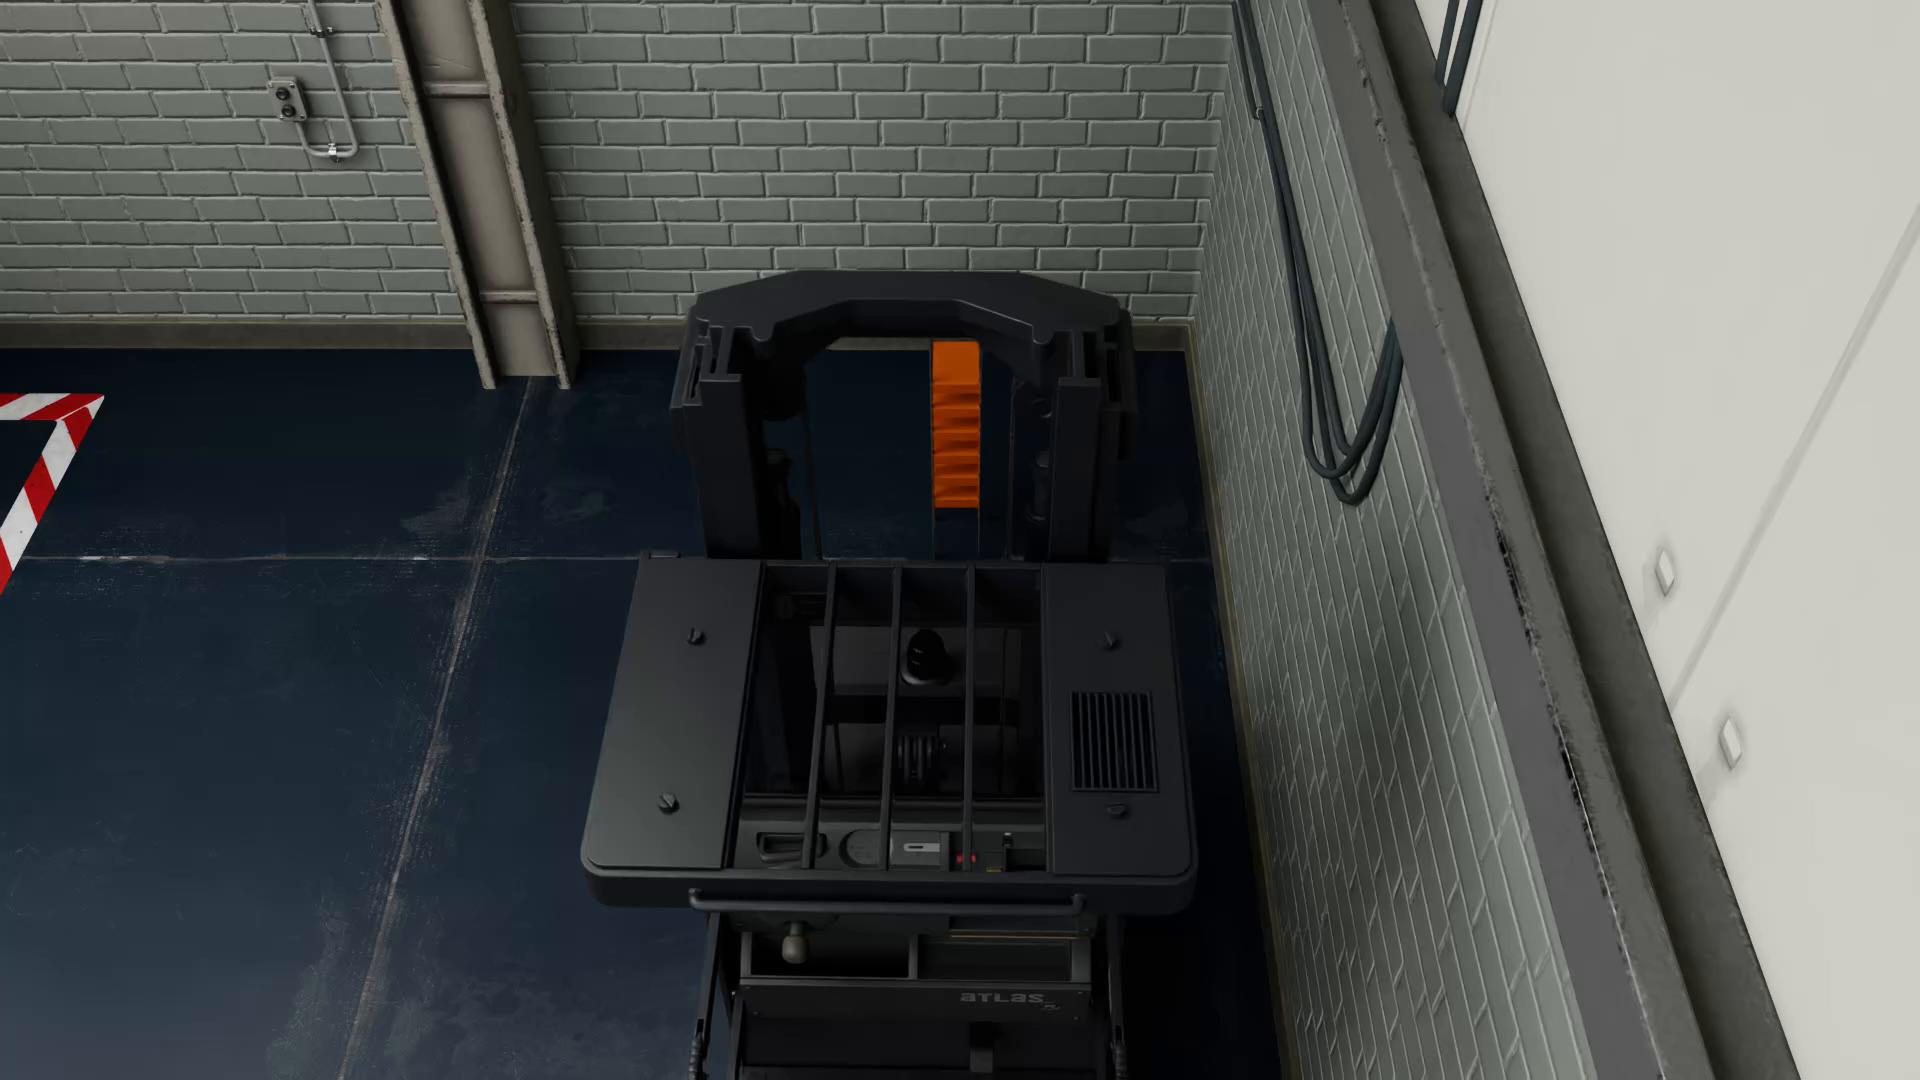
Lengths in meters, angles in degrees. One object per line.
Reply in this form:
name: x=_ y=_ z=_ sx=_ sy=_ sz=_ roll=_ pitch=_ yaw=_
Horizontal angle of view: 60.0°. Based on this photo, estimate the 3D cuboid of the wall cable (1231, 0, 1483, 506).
wall cable: x=1.011 y=-1.896 z=4.569 sx=0.112 sy=2.526 sz=3.097 roll=0 pitch=47 yaw=0

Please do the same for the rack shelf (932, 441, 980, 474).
rack shelf: x=-0.014 y=-0.379 z=6.424 sx=0.180 sy=0.103 sz=0.258 roll=0 pitch=47 yaw=0

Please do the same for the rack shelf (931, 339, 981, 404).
rack shelf: x=-0.014 y=-0.624 z=6.161 sx=0.180 sy=0.103 sz=0.258 roll=0 pitch=47 yaw=0

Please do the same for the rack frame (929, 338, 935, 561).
rack frame: x=-0.106 y=-0.409 z=6.392 sx=0.006 sy=1.200 sz=0.240 roll=0 pitch=47 yaw=0

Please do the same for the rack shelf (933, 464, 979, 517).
rack shelf: x=-0.014 y=-0.215 z=6.600 sx=0.180 sy=0.103 sz=0.258 roll=0 pitch=47 yaw=0

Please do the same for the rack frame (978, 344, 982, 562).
rack frame: x=0.077 y=-0.409 z=6.391 sx=0.006 sy=1.200 sz=0.240 roll=0 pitch=47 yaw=0

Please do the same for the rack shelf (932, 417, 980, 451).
rack shelf: x=-0.014 y=-0.460 z=6.336 sx=0.180 sy=0.103 sz=0.258 roll=0 pitch=47 yaw=0

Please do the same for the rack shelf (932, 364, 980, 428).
rack shelf: x=-0.014 y=-0.542 z=6.248 sx=0.180 sy=0.103 sz=0.258 roll=0 pitch=47 yaw=0

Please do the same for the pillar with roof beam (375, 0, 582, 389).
pillar with roof beam: x=-1.957 y=-0.706 z=1.340 sx=0.400 sy=9.000 sz=9.100 roll=0 pitch=47 yaw=0

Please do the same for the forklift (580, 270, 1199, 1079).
forklift: x=-0.118 y=0.949 z=3.945 sx=1.130 sy=2.935 sz=3.031 roll=1 pitch=47 yaw=1

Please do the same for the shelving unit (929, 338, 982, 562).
shelving unit: x=-0.014 y=-0.409 z=6.392 sx=0.189 sy=1.200 sz=0.258 roll=0 pitch=47 yaw=0

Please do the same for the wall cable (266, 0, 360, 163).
wall cable: x=-3.360 y=-2.222 z=6.156 sx=1.851 sy=1.984 sz=0.084 roll=0 pitch=47 yaw=0

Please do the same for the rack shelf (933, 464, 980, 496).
rack shelf: x=-0.014 y=-0.297 z=6.512 sx=0.180 sy=0.103 sz=0.258 roll=0 pitch=47 yaw=0
